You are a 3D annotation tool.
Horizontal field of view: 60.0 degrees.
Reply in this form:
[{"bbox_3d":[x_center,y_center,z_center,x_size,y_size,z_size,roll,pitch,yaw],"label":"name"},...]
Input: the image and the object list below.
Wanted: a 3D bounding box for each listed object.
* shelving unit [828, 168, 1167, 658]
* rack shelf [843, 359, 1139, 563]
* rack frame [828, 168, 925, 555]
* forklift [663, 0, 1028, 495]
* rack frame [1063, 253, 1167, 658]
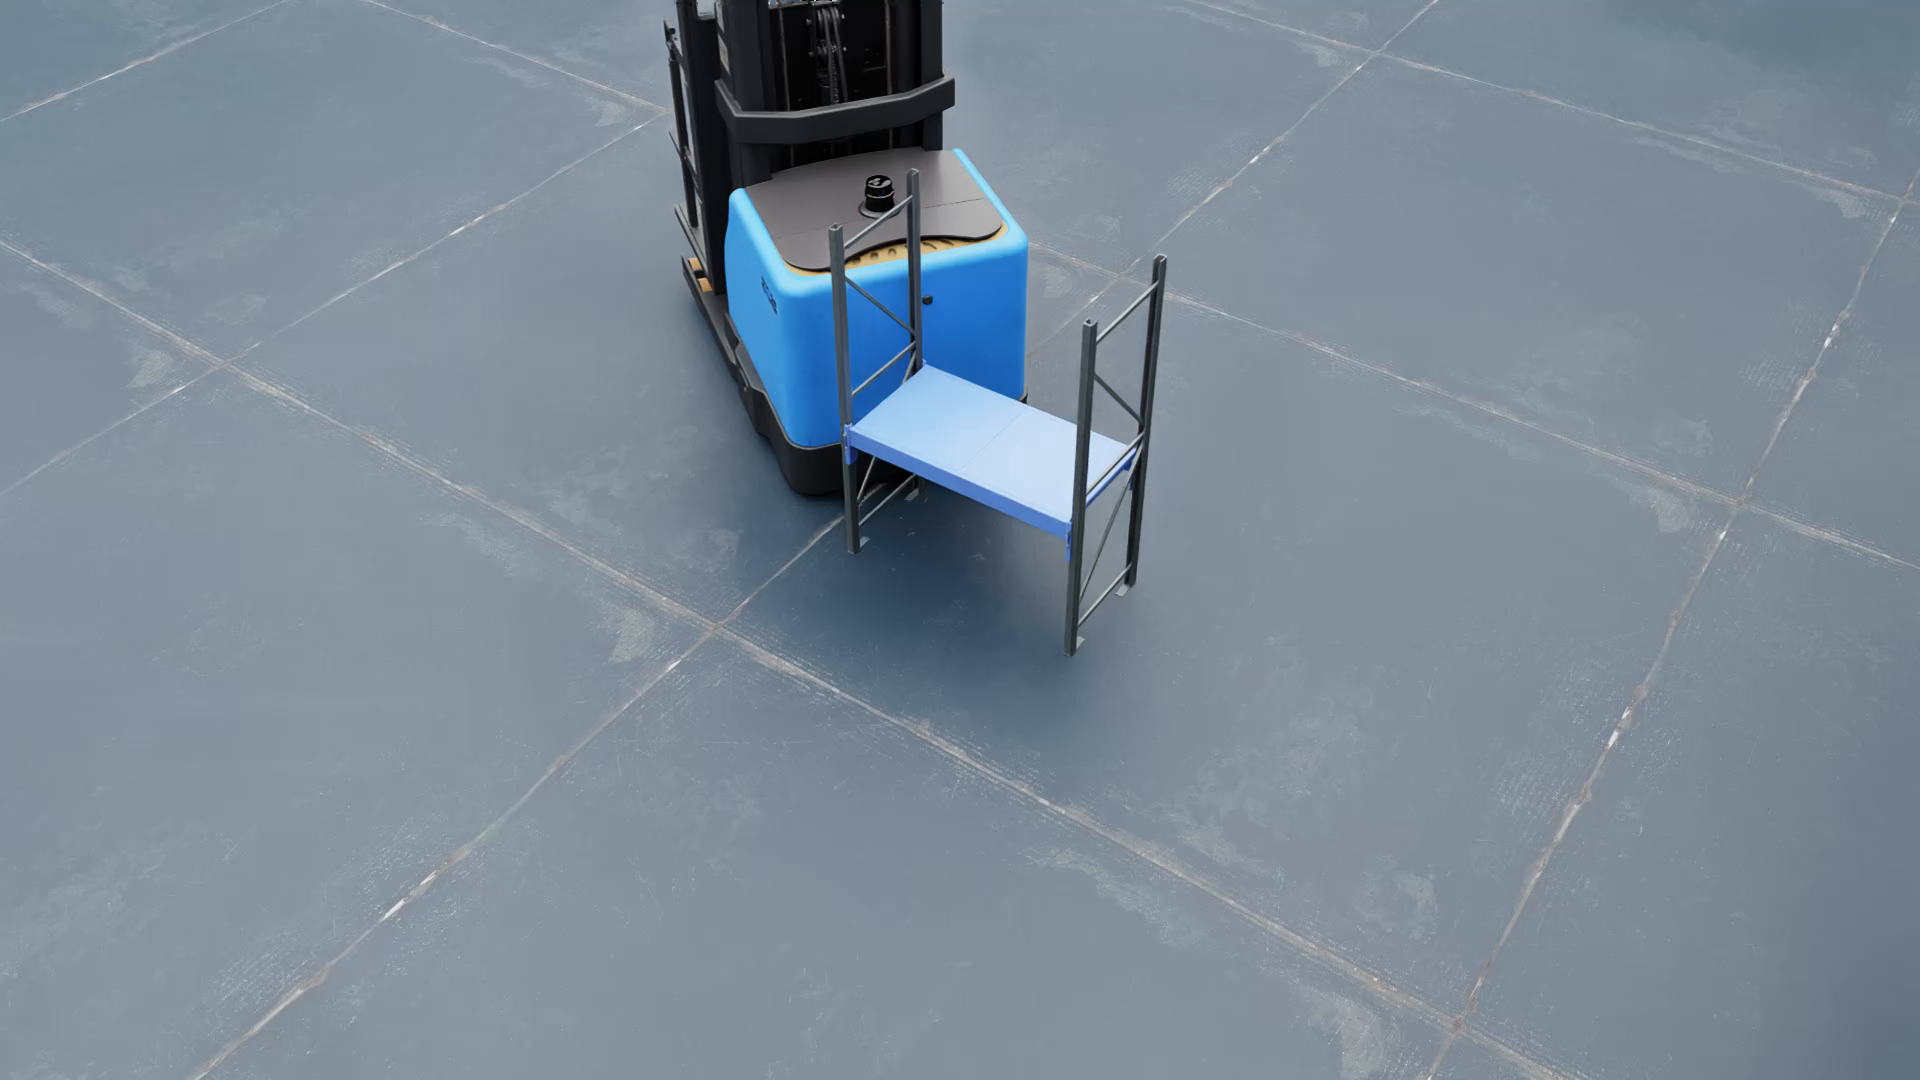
[{"bbox_3d":[0.121,-0.450,6.128,1.048,1.500,0.538,24,47,25],"label":"shelving unit"},{"bbox_3d":[0.121,-0.316,6.248,1.000,0.185,0.538,24,47,25],"label":"rack shelf"},{"bbox_3d":[-0.299,-0.640,6.341,0.032,1.500,0.500,24,47,25],"label":"rack frame"},{"bbox_3d":[-0.706,-2.272,7.092,1.130,2.935,3.031,-14,44,-15],"label":"forklift"},{"bbox_3d":[0.542,-0.259,5.915,0.032,1.500,0.500,24,47,25],"label":"rack frame"}]
